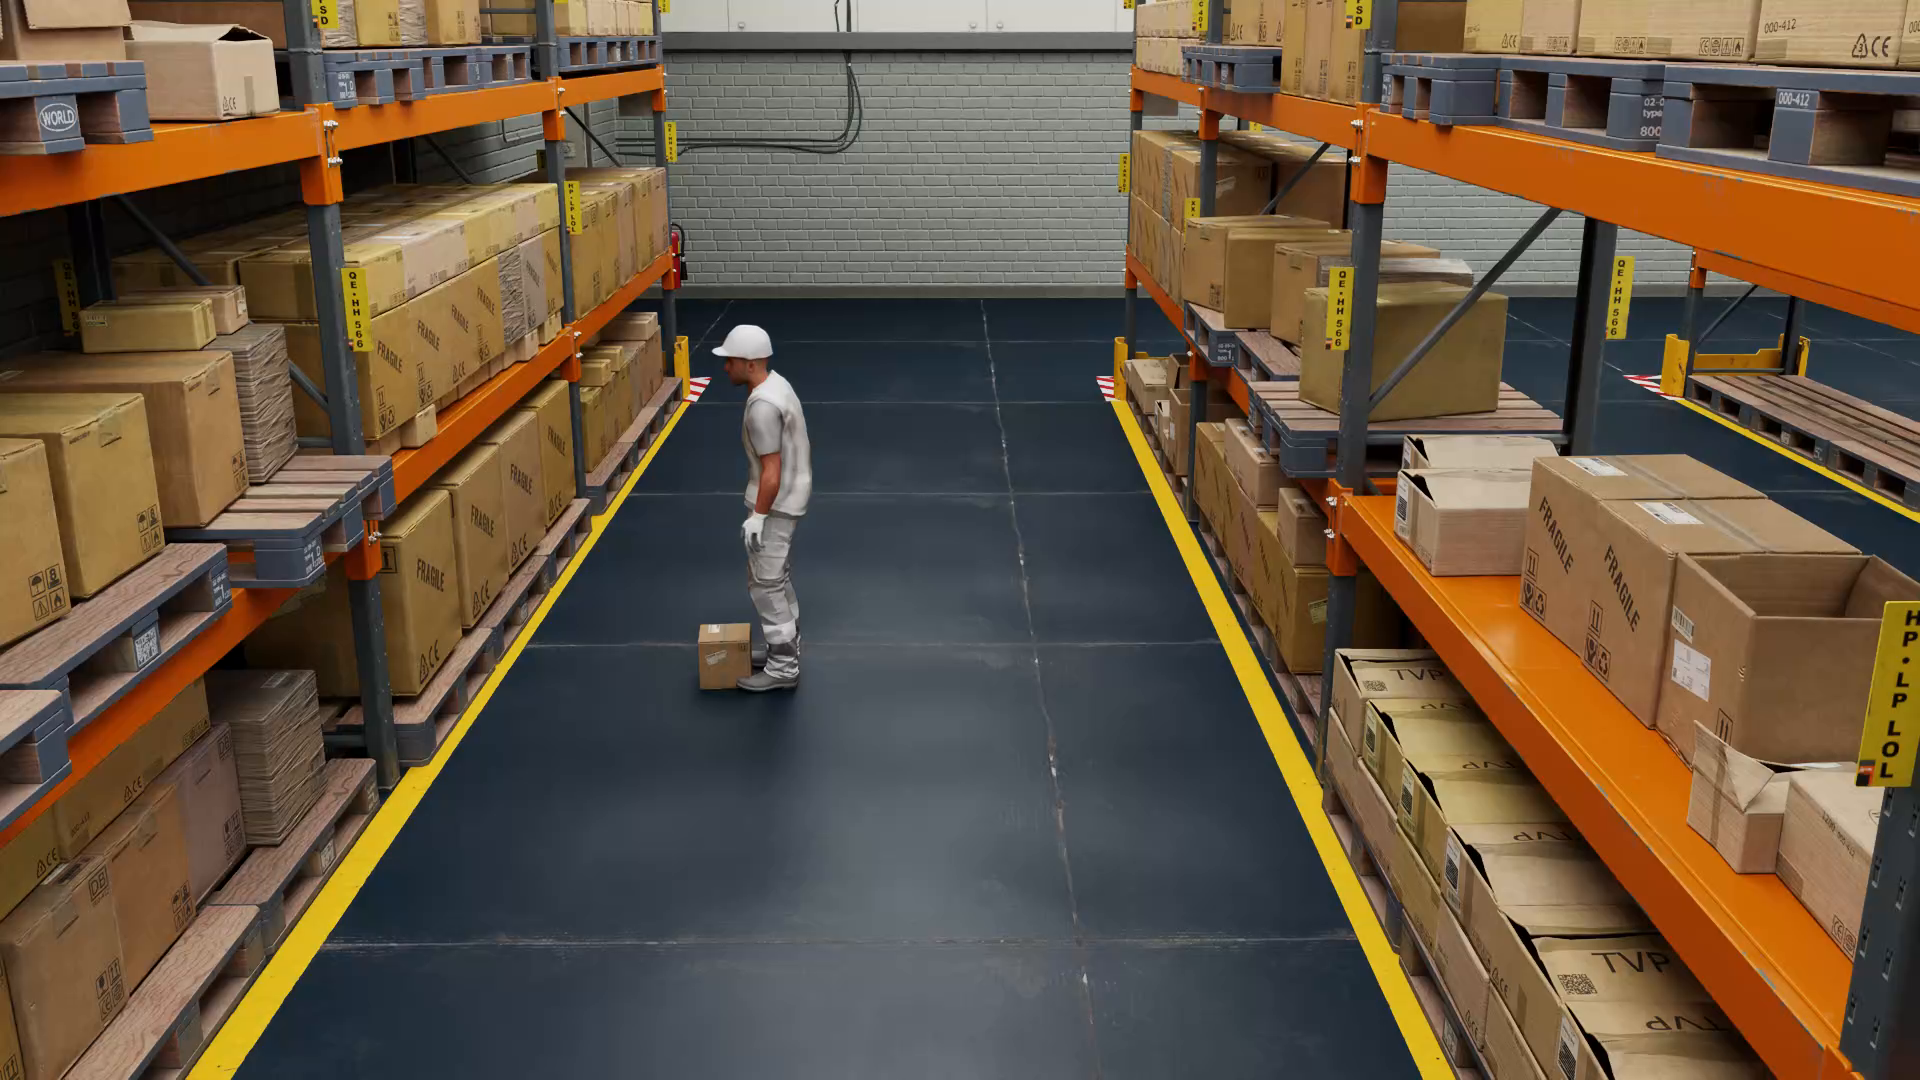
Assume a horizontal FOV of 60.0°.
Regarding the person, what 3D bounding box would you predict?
[{"bbox_3d":[-0.935,-0.156,8.029,0.449,1.780,0.607,0,17,-1],"label":"person"}]
